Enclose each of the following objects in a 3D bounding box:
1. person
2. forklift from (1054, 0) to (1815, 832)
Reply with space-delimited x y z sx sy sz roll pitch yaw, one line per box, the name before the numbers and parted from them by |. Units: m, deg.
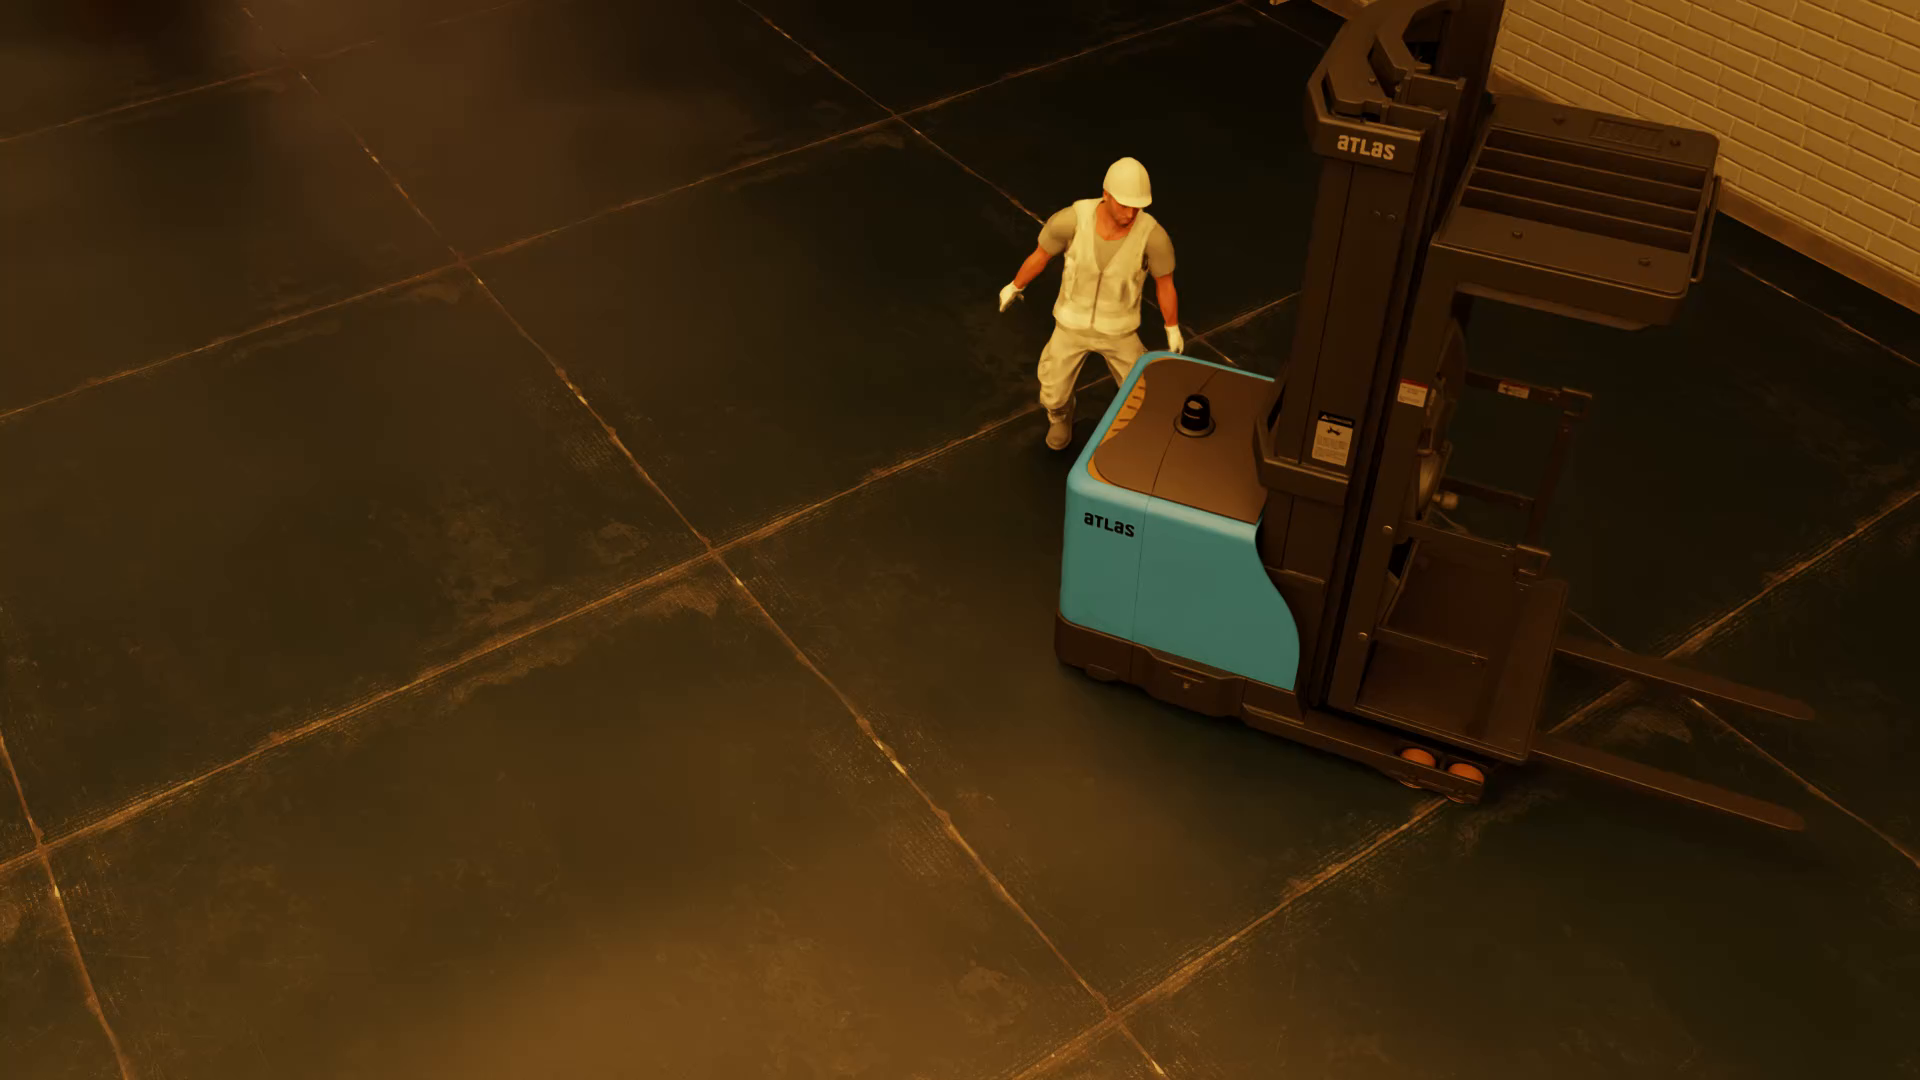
person | 0.616 -1.074 7.790 0.895 1.703 0.496 8 43 9
forklift | 1.973 -0.426 6.178 3.031 2.935 1.130 17 45 17
